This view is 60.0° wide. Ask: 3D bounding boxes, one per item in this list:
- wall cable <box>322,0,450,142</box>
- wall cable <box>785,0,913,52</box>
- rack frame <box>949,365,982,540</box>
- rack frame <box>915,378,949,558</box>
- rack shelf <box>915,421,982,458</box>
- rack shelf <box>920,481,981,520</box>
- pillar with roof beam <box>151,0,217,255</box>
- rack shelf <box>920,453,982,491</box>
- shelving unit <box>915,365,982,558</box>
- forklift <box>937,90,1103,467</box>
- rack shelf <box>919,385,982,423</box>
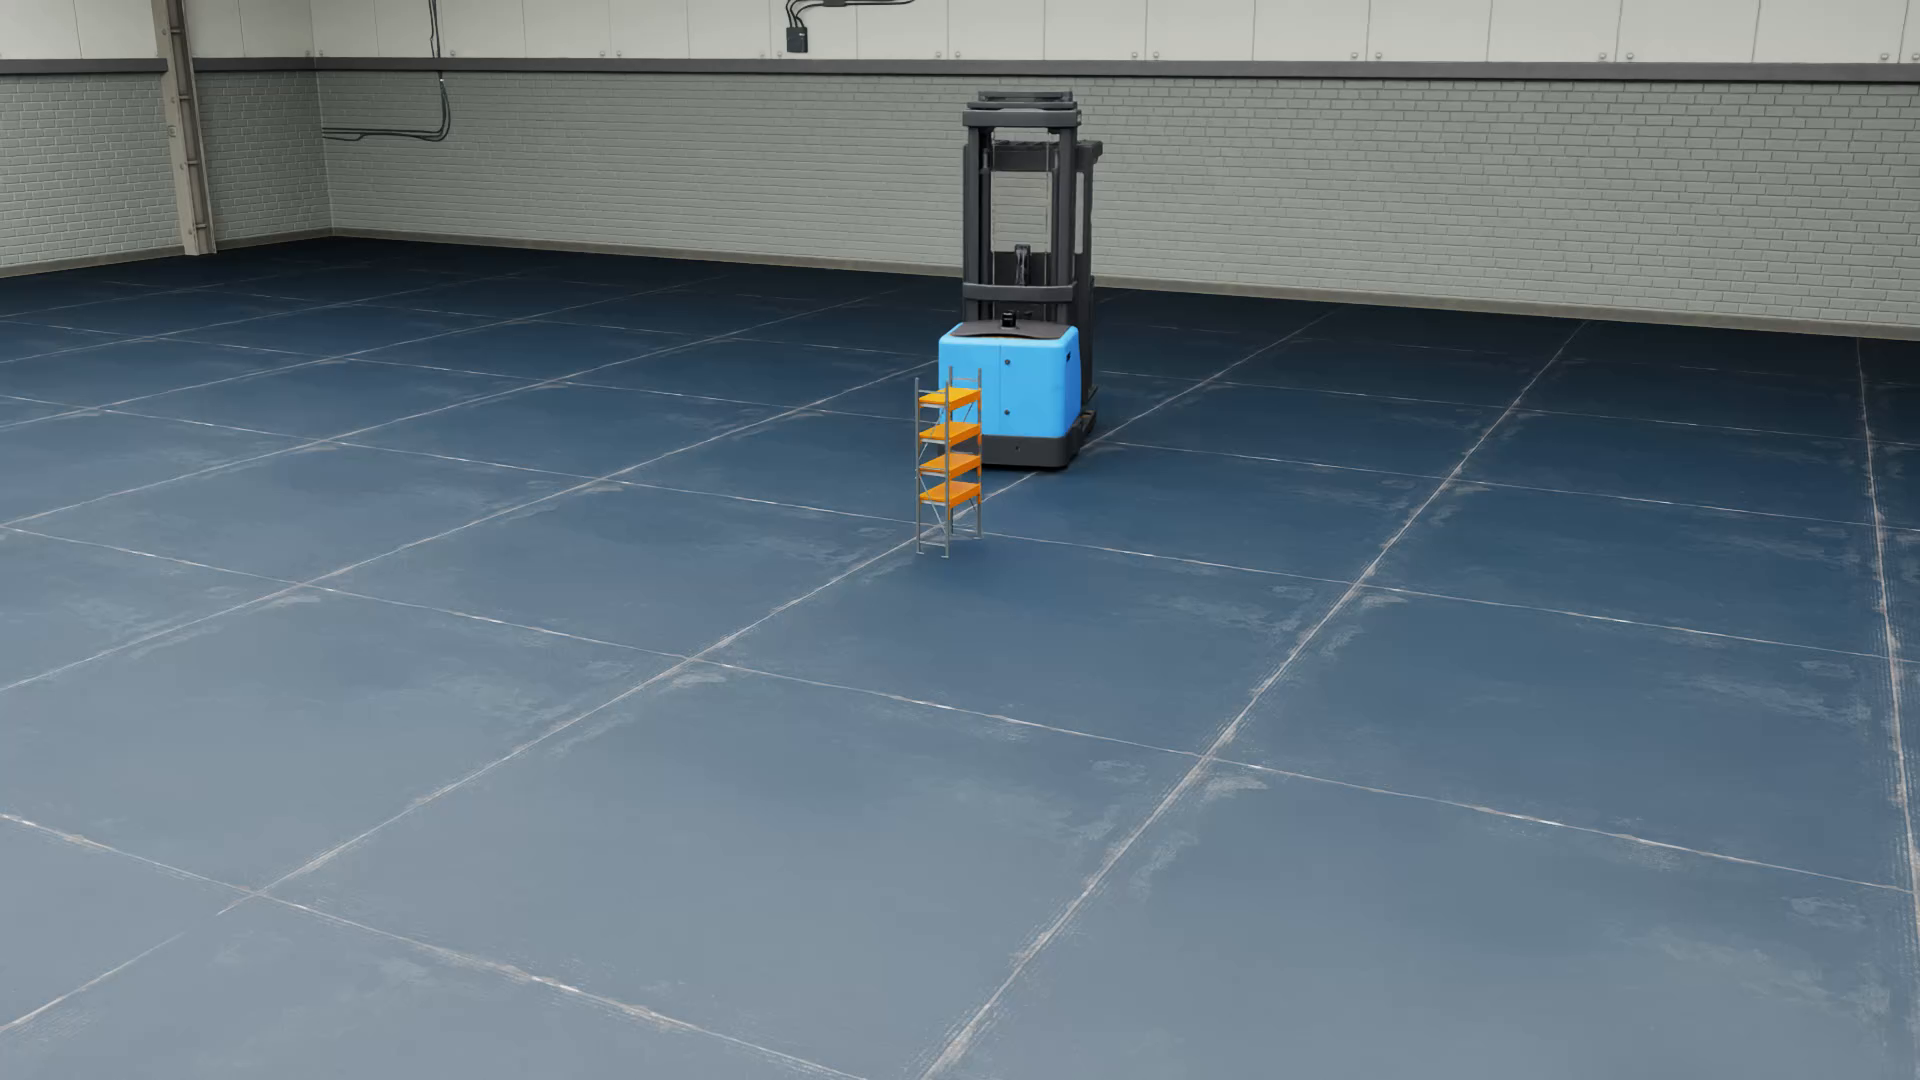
[{"bbox_3d":[-10.029,-8.131,28.549,3.097,2.526,0.112,8,18,25],"label":"wall cable"},{"bbox_3d":[-1.543,-10.038,23.542,2.305,6.003,0.169,8,18,25],"label":"wall cable"},{"bbox_3d":[0.035,-0.595,11.421,0.240,1.200,0.015,8,18,25],"label":"rack frame"},{"bbox_3d":[-0.183,-0.471,11.002,0.240,1.200,0.015,8,18,25],"label":"rack frame"},{"bbox_3d":[-0.074,-0.683,11.167,0.258,0.148,0.480,8,18,25],"label":"rack shelf"},{"bbox_3d":[-0.074,-0.278,11.287,0.258,0.148,0.480,8,18,25],"label":"rack shelf"},{"bbox_3d":[-8.677,-8.490,24.303,9.100,9.000,0.400,8,18,25],"label":"pillar with roof beam"},{"bbox_3d":[-0.074,-0.469,11.231,0.258,0.148,0.480,8,18,25],"label":"rack shelf"},{"bbox_3d":[-0.074,-0.533,11.212,0.258,1.200,0.503,8,18,25],"label":"shelving unit"},{"bbox_3d":[0.615,-2.361,14.326,1.130,2.935,3.031,3,17,11],"label":"forklift"},{"bbox_3d":[-0.074,-0.910,11.100,0.258,0.148,0.480,8,18,25],"label":"rack shelf"}]
